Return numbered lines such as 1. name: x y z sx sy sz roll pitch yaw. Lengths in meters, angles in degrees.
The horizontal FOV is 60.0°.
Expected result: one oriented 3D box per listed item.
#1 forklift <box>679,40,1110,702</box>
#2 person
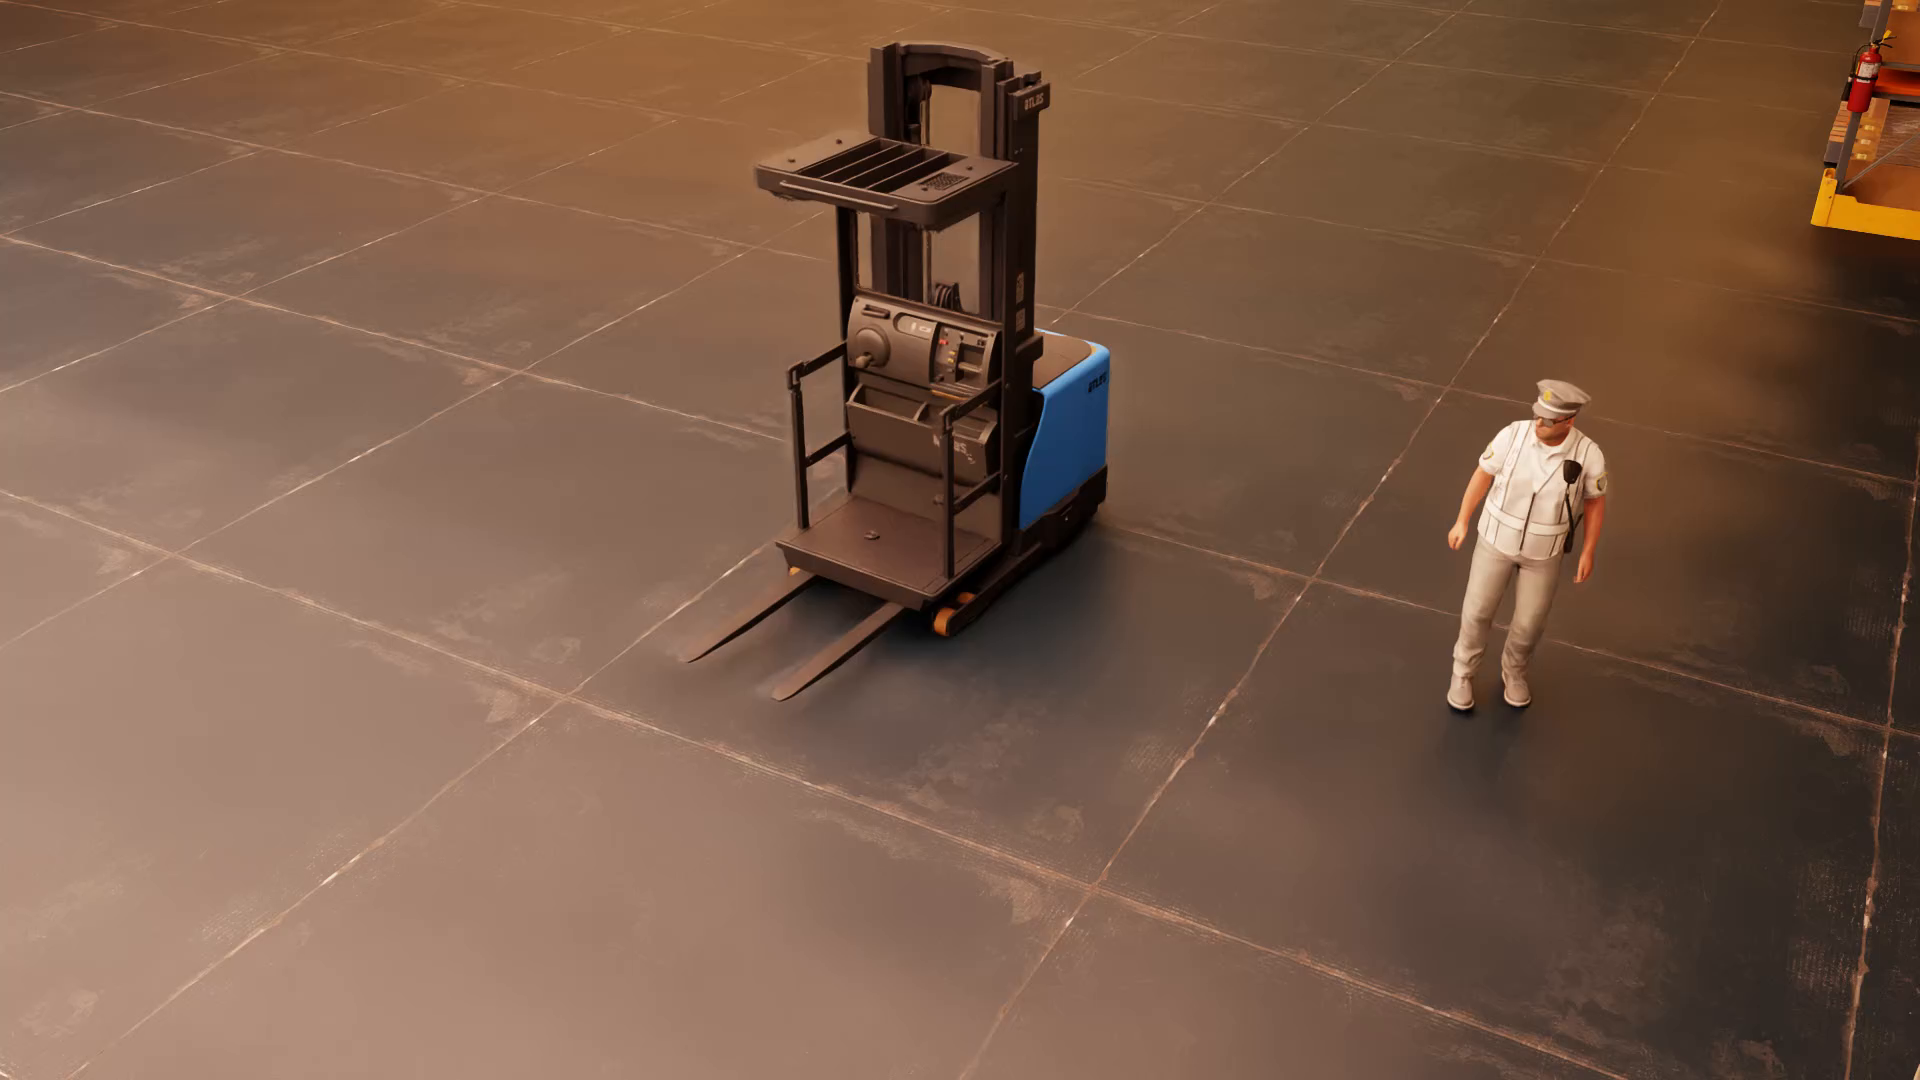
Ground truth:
1. forklift: -0.328 -1.006 8.814 1.130 2.935 3.031 18 35 29
2. person: 2.766 0.033 8.194 0.699 1.752 0.478 10 32 17
